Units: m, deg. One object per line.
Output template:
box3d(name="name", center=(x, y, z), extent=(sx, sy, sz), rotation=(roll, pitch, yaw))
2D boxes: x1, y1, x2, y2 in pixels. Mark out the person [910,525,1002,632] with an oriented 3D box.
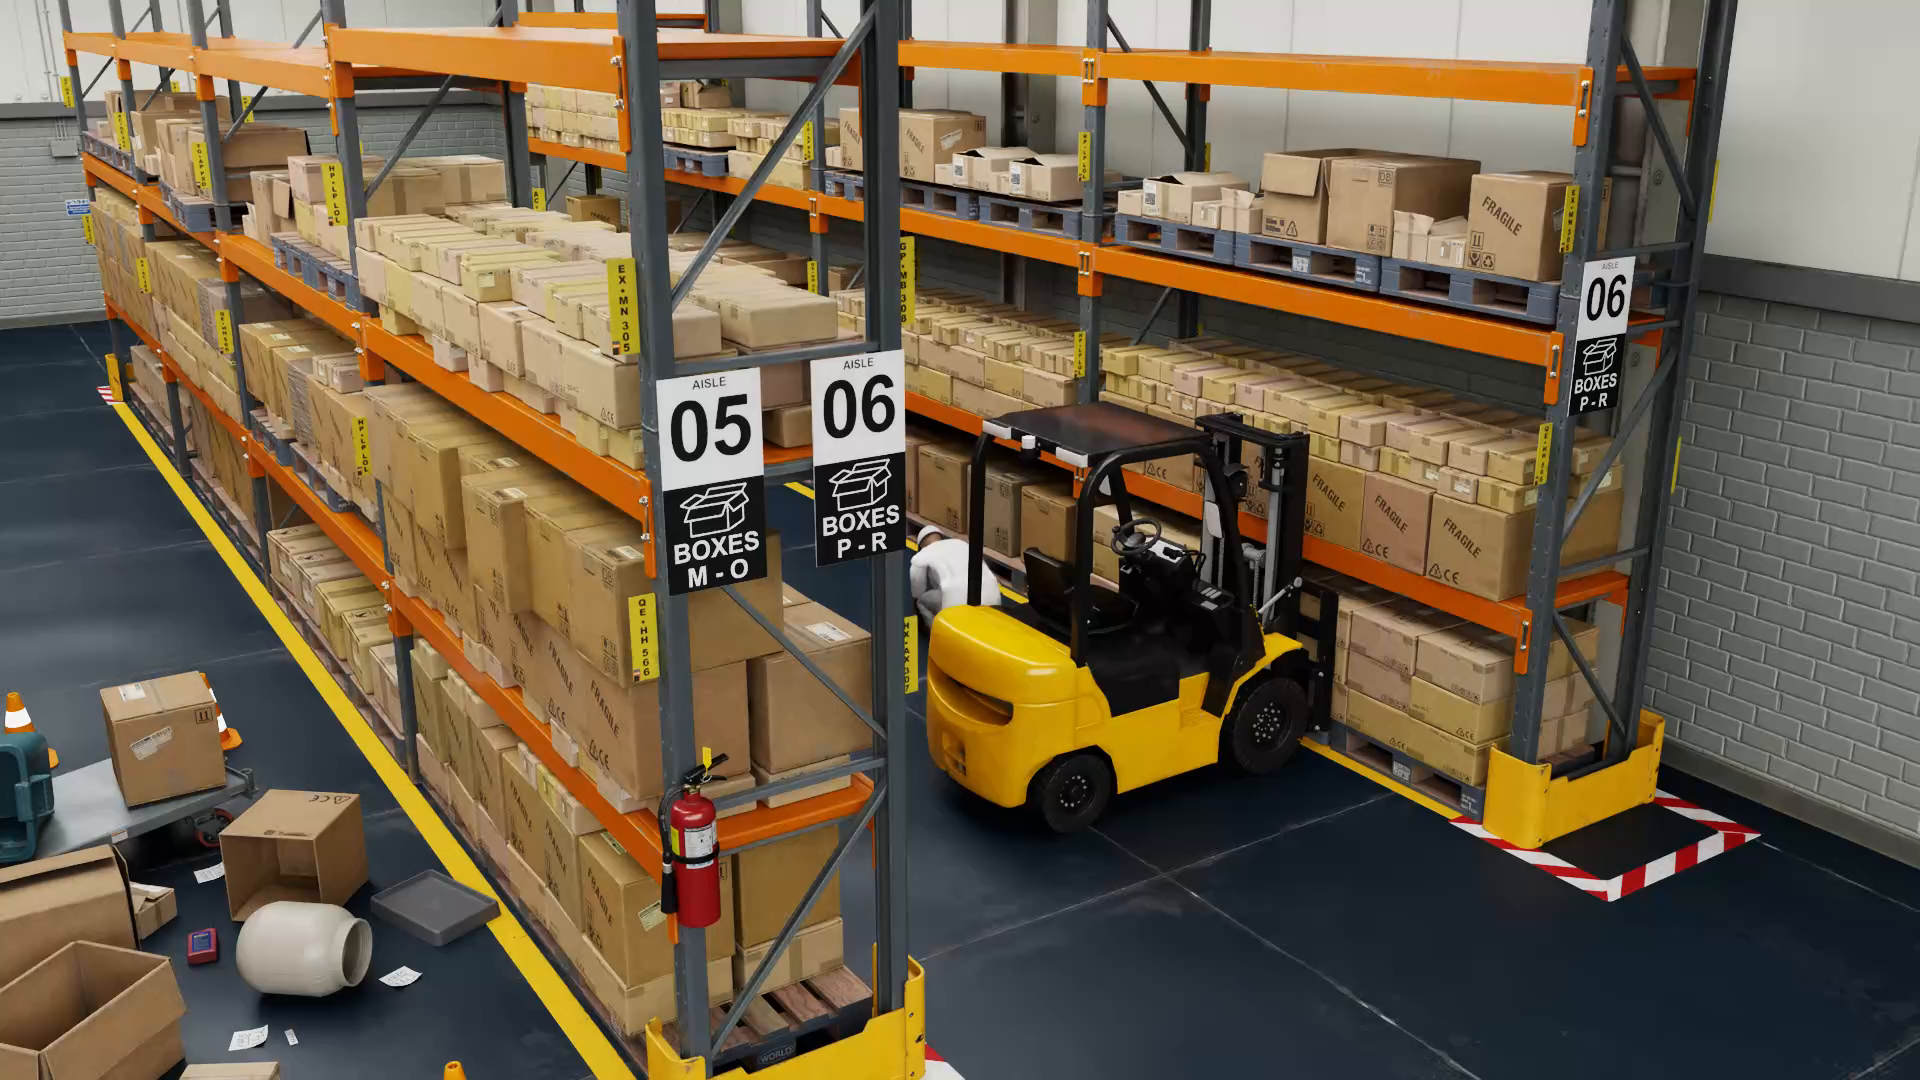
box3d(name="person", center=(-0.068, 0.413, 11.941), extent=(0.534, 0.869, 0.942), rotation=(-7, 19, -20))
